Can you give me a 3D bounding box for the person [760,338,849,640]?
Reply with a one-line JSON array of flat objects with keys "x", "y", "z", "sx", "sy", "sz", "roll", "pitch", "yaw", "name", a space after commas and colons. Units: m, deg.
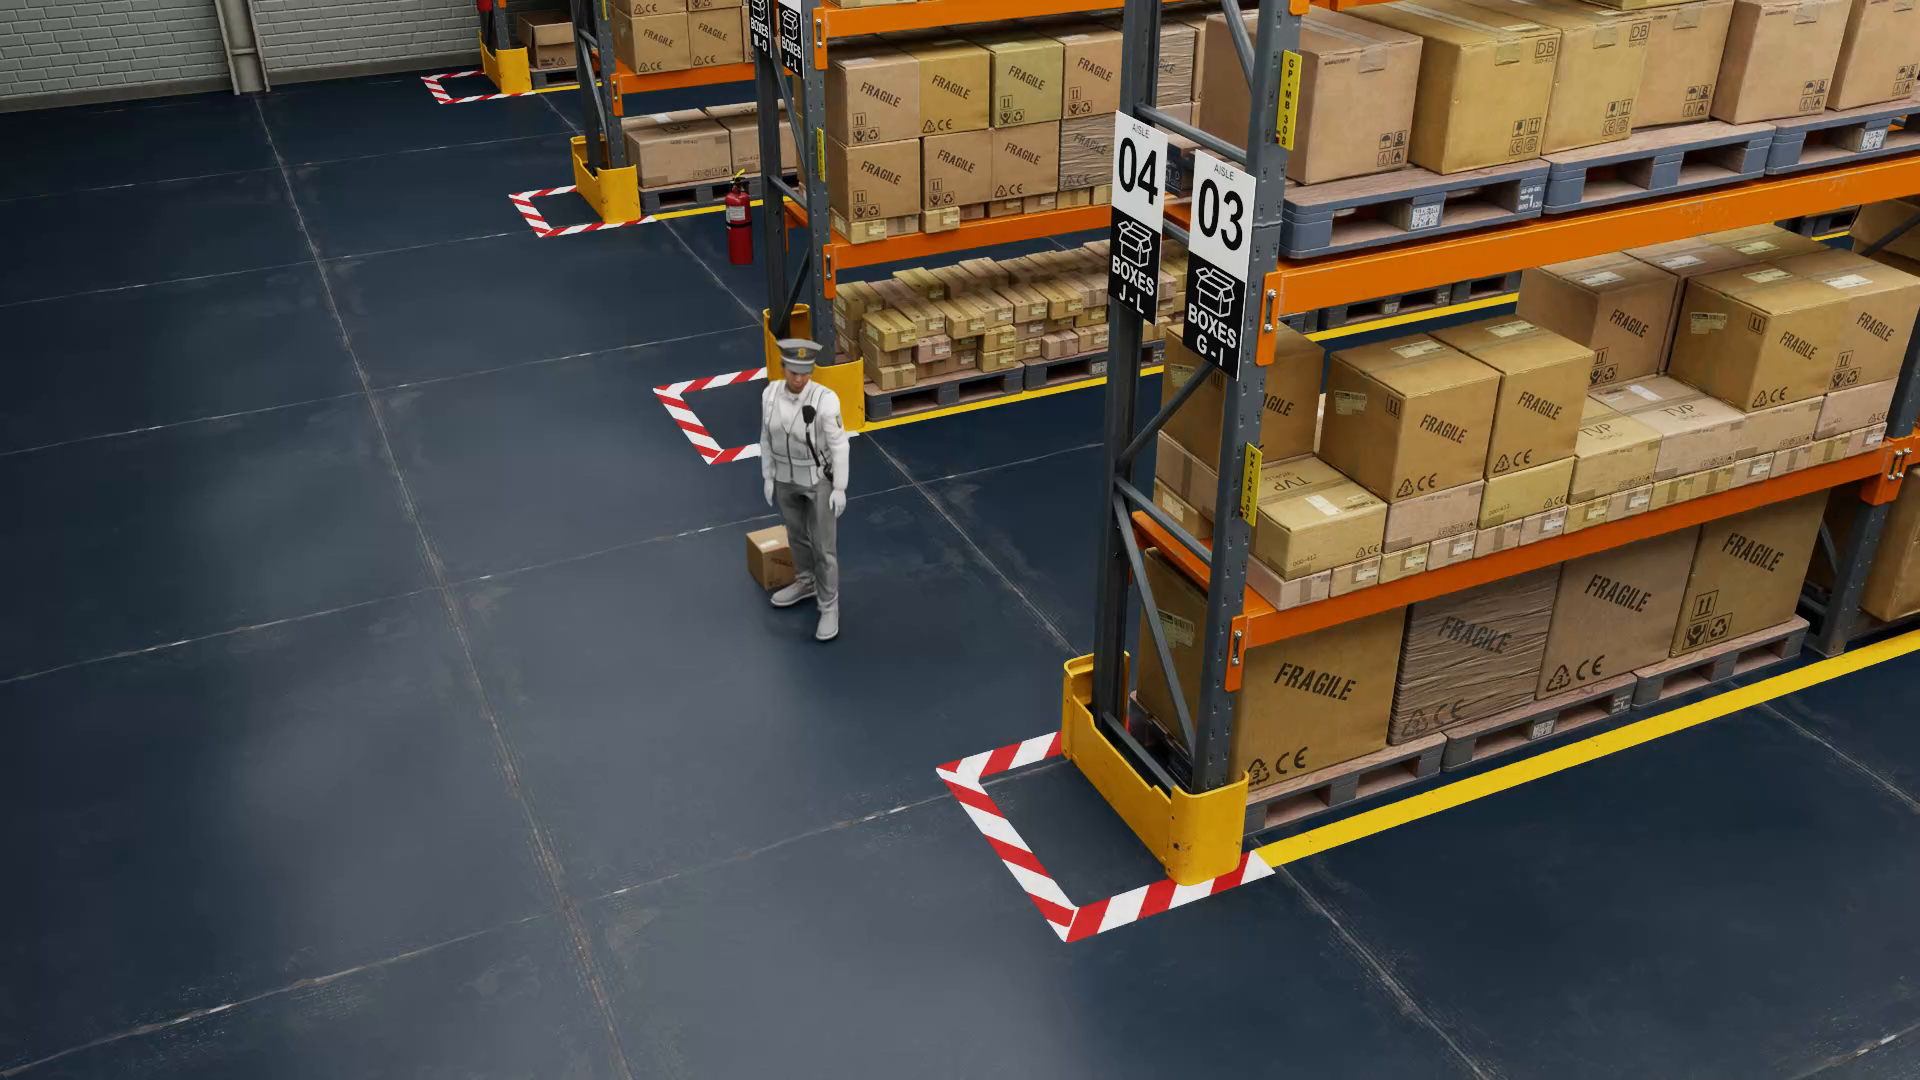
[{"x": -0.845, "y": -0.309, "z": 8.938, "sx": 0.521, "sy": 1.671, "sz": 0.457, "roll": 13, "pitch": 32, "yaw": 21, "name": "person"}]
